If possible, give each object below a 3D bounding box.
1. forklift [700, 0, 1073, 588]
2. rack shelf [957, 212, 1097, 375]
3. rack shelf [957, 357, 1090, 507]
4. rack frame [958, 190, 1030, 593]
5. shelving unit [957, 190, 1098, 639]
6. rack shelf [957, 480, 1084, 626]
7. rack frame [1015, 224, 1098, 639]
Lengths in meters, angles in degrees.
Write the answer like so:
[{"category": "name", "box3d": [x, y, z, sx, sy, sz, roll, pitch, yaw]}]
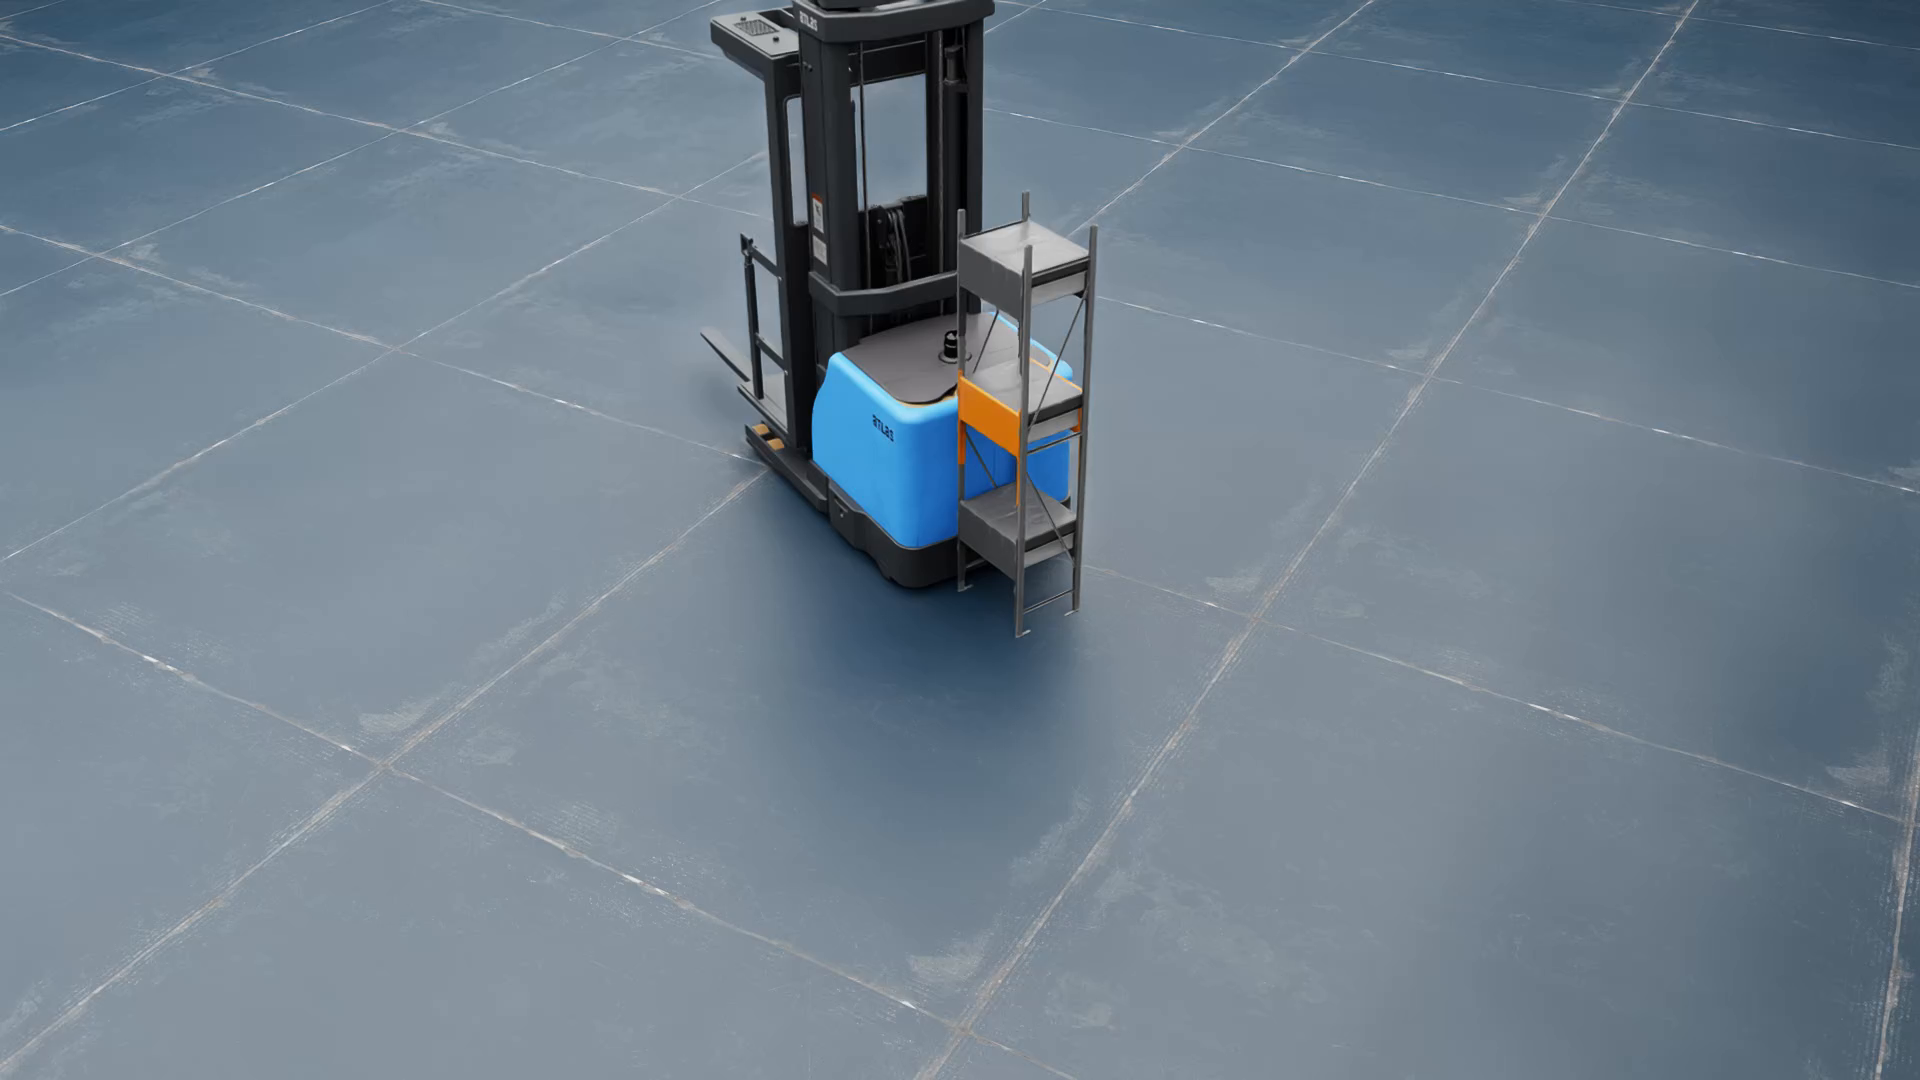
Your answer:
[{"category": "forklift", "box3d": [-0.601, -1.762, 9.022, 1.130, 2.935, 3.031, -18, 38, -25]}, {"category": "rack shelf", "box3d": [0.298, -1.129, 7.583, 0.431, 0.518, 0.480, -22, 39, -29]}, {"category": "rack shelf", "box3d": [0.298, -0.546, 7.971, 0.431, 0.518, 0.480, -22, 39, -29]}, {"category": "rack frame", "box3d": [0.155, -0.667, 8.128, 0.400, 2.100, 0.015, -22, 39, -29]}, {"category": "shelving unit", "box3d": [0.298, -0.557, 7.964, 0.431, 2.100, 0.503, -22, 39, -29]}, {"category": "rack shelf", "box3d": [0.298, 0.037, 8.359, 0.431, 0.518, 0.480, -22, 39, -29]}, {"category": "rack frame", "box3d": [0.441, -0.448, 7.799, 0.400, 2.100, 0.015, -22, 39, -29]}]
